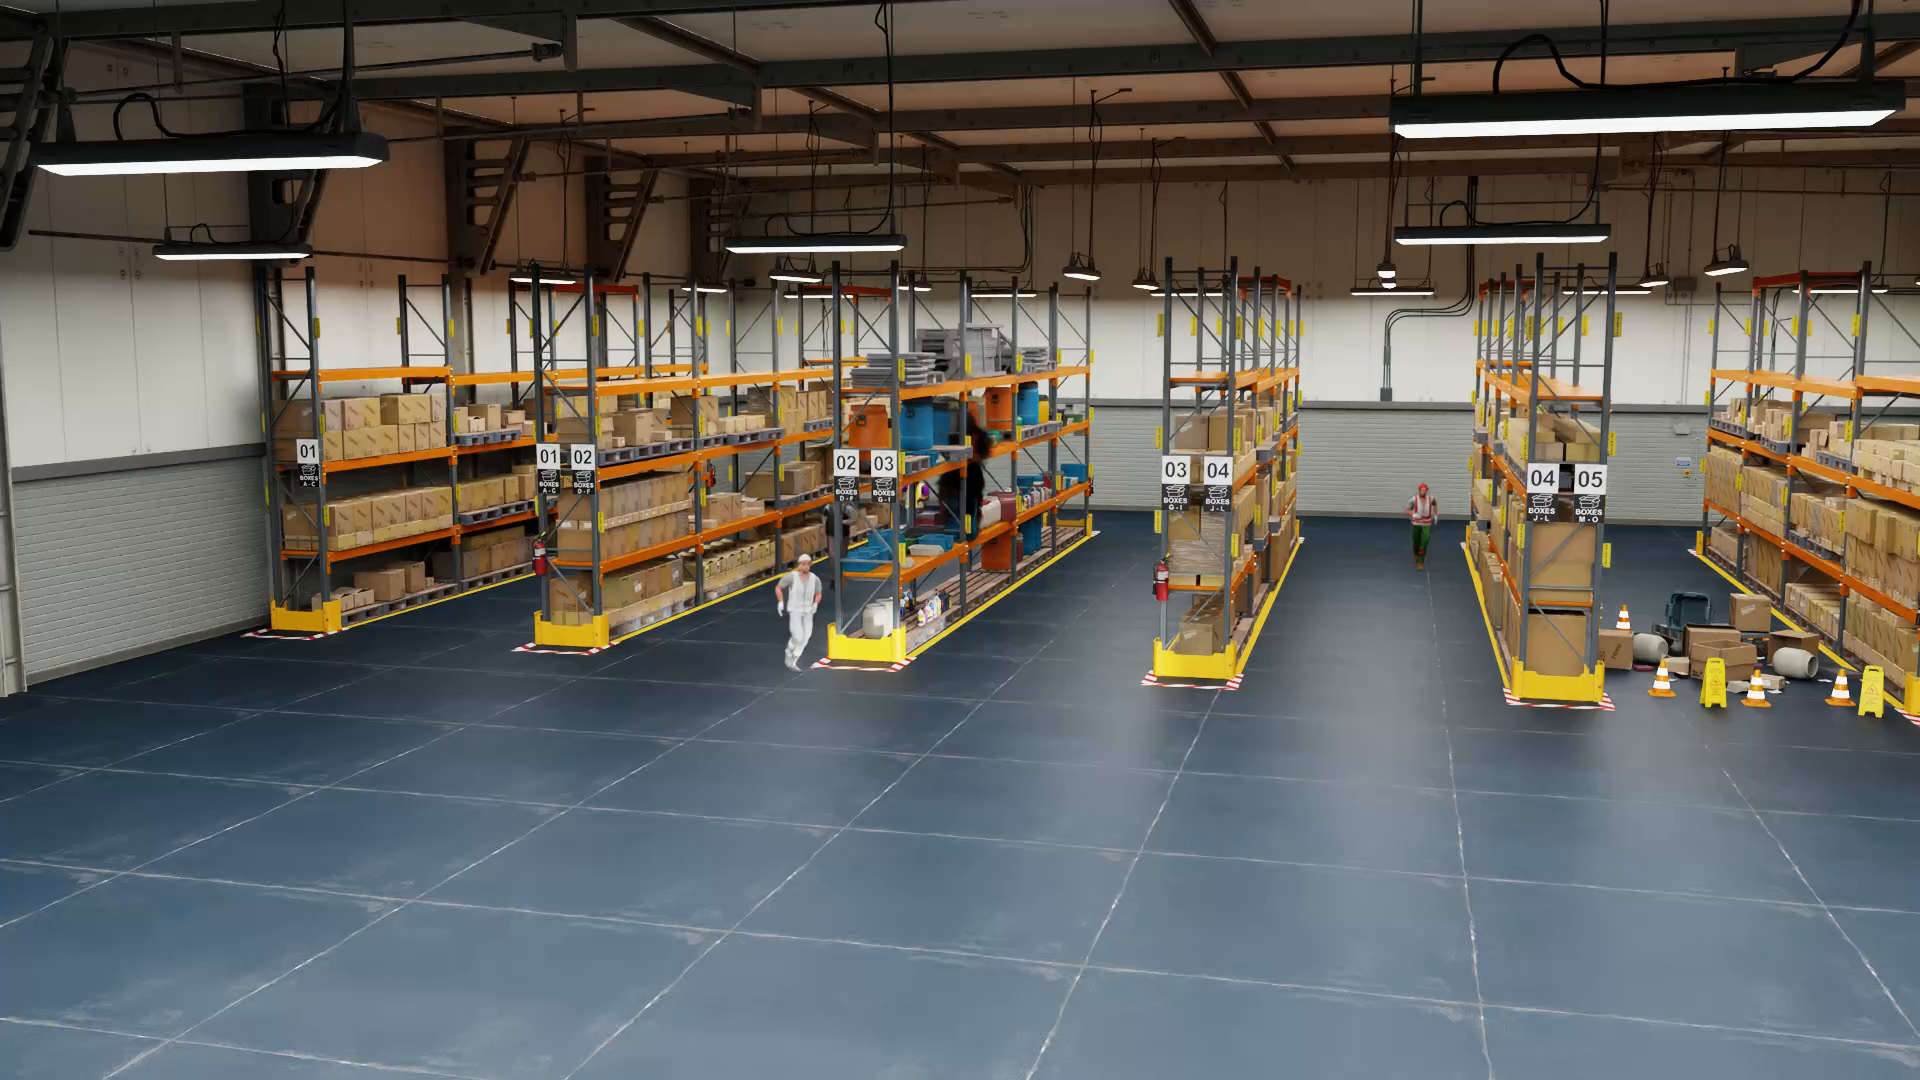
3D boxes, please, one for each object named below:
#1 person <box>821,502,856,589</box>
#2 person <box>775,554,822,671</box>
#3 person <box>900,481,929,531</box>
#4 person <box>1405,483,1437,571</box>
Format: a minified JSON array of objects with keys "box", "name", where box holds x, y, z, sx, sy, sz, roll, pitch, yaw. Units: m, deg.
[{"box":[-2.237,-0.028,30.529,0.646,1.776,0.756,0,7,-1],"name":"person"},{"box":[-2.317,1.068,24.303,0.652,1.734,0.578,-4,8,-26],"name":"person"},{"box":[-1.060,-0.704,38.296,0.708,1.798,0.749,1,7,4],"name":"person"},{"box":[9.668,-0.306,34.874,0.686,1.782,1.055,1,7,8],"name":"person"}]
